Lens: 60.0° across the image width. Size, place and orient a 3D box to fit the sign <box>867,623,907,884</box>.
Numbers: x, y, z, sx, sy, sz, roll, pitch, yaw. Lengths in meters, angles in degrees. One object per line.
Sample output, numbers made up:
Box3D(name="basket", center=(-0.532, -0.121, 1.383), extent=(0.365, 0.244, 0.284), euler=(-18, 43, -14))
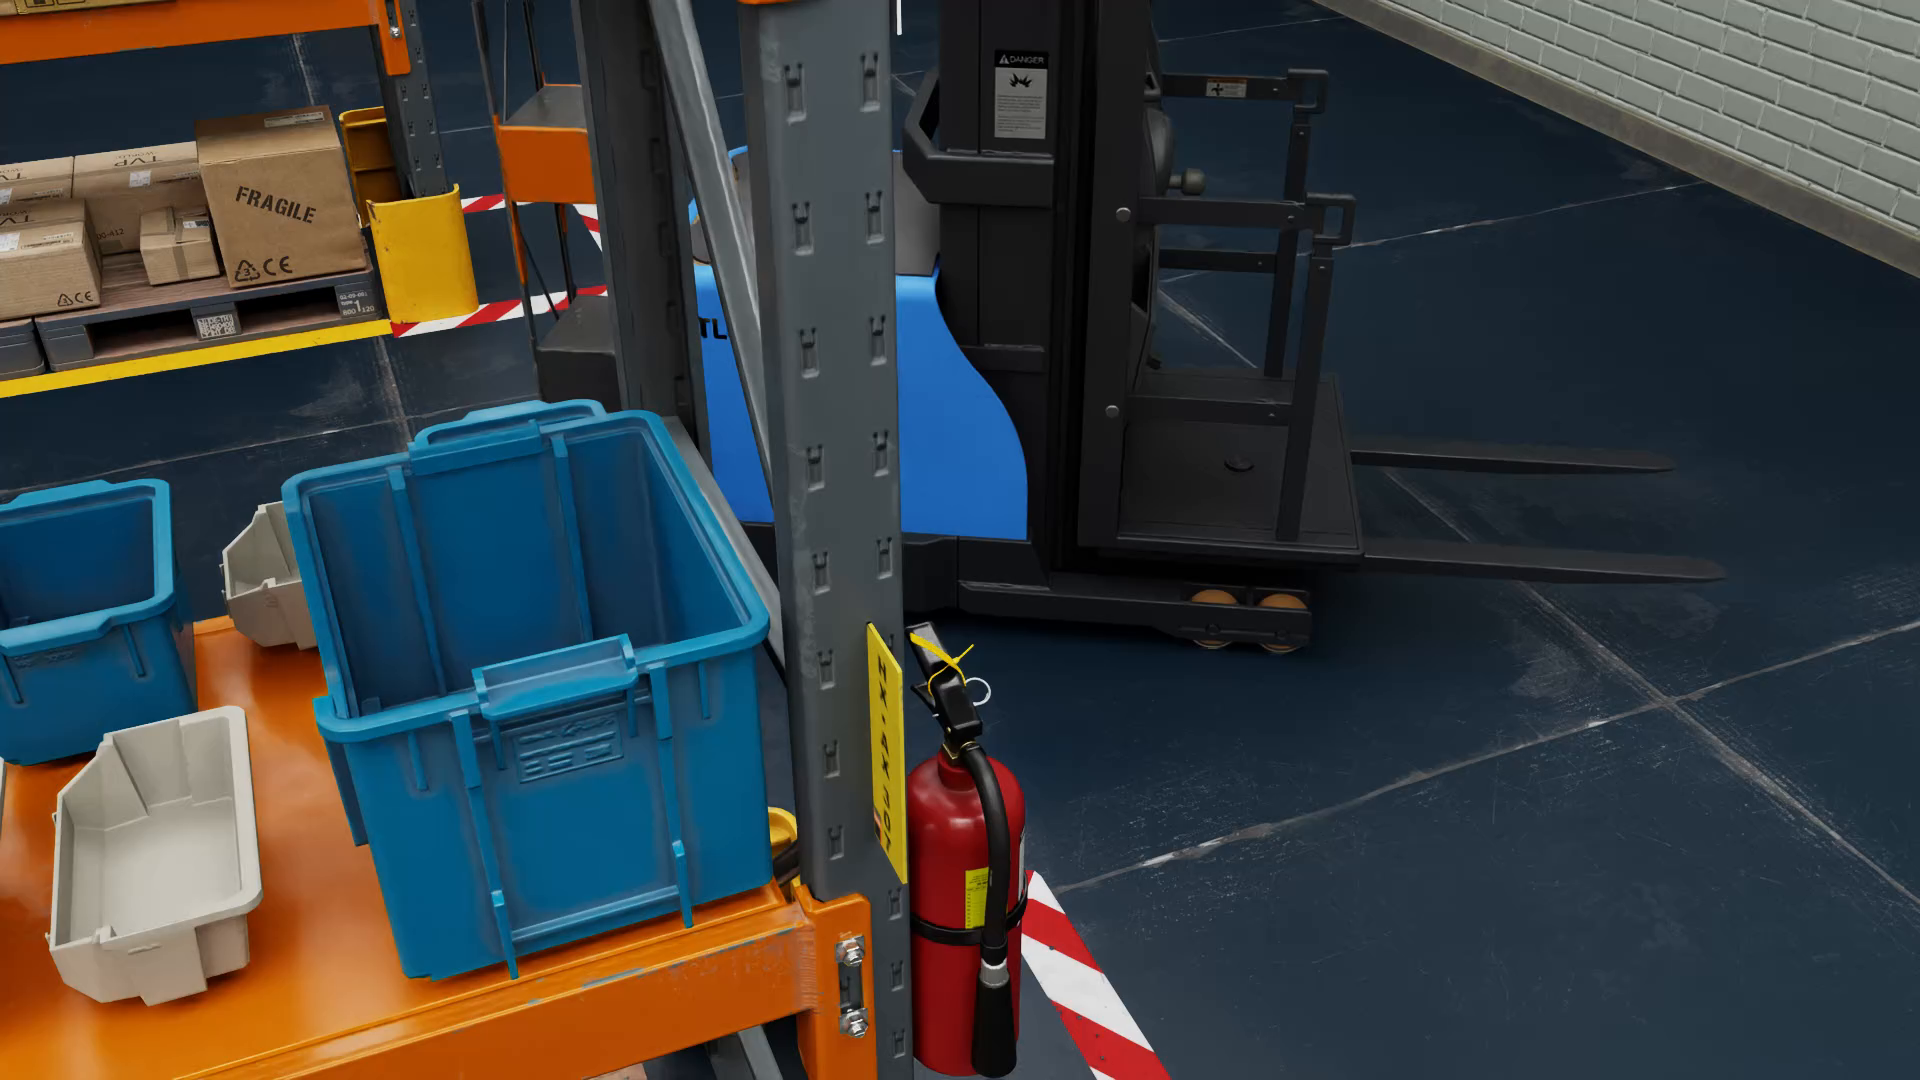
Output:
Box3D(name="sign", center=(-0.085, 0.255, 1.957), extent=(0.005, 0.325, 0.100), euler=(-13, 35, -19))

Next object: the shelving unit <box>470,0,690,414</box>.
Box3D(name="shelving unit", center=(-1.061, -1.097, 5.005), extent=(0.503, 2.100, 0.431), euler=(3, 33, 6))

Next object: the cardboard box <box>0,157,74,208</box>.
Box3D(name="cardboard box", center=(-3.760, -1.290, 6.599), extent=(0.500, 0.250, 0.500), euler=(-13, 35, -19))

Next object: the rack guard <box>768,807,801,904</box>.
Box3D(name="rack guard", center=(-0.296, 1.087, 3.121), extent=(0.348, 0.500, 1.175), euler=(-13, 35, -19))

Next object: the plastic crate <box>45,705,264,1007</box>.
Box3D(name="plastic crate", center=(-0.995, 0.399, 2.073), extent=(0.243, 0.136, 0.396), euler=(-13, 35, -19))

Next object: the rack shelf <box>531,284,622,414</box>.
Box3D(name="rack shelf", center=(-1.051, -0.499, 5.393), extent=(0.480, 0.518, 0.431), euler=(3, 33, 6))

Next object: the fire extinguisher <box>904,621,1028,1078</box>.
Box3D(name="fire extinguisher", center=(0.002, 0.436, 2.242), extent=(0.183, 0.674, 0.296), euler=(-13, 35, -19))

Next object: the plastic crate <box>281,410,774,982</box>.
Box3D(name="plastic crate", center=(-0.550, 0.175, 2.143), extent=(0.499, 0.435, 0.616), euler=(-13, 35, -19))

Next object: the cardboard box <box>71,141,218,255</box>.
Box3D(name="cardboard box", center=(-3.299, -1.395, 6.762), extent=(0.500, 0.250, 0.500), euler=(-13, 35, -19))

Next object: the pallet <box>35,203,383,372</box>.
Box3D(name="pallet", center=(-3.032, -1.087, 6.728), extent=(1.213, 0.211, 1.003), euler=(-13, 35, -19))

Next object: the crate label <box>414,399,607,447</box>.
Box3D(name="crate label", center=(-0.668, -0.018, 2.625), extent=(0.303, 0.233, 0.416), euler=(-13, 35, -19))

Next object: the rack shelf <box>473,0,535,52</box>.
Box3D(name="rack shelf", center=(-1.070, -1.673, 4.631), extent=(0.480, 0.518, 0.431), euler=(3, 33, 6))

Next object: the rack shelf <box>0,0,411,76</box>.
Box3D(name="rack shelf", center=(-4.071, -1.717, 5.798), extent=(4.000, 0.370, 1.077), euler=(-13, 35, -19))

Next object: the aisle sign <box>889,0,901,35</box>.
Box3D(name="aisle sign", center=(-0.133, -0.907, 1.510), extent=(0.004, 0.787, 0.394), euler=(-13, 35, -19))

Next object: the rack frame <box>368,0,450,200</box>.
Box3D(name="rack frame", center=(-2.227, -2.441, 6.251), extent=(0.127, 3.000, 1.000), euler=(-13, 35, -19))

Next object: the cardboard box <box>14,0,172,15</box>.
Box3D(name="cardboard box", center=(-3.012, -2.140, 5.697), extent=(0.500, 0.500, 0.500), euler=(-13, 35, -19))

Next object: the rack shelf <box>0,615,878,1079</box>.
Box3D(name="rack shelf", center=(-2.157, 0.774, 1.969), extent=(4.000, 0.370, 1.077), euler=(-13, 35, -19))

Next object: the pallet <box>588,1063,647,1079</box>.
Box3D(name="pallet", center=(-1.089, 1.374, 2.945), extent=(1.213, 0.211, 1.003), euler=(-13, 35, -19))

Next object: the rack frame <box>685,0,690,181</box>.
Box3D(name="rack frame", center=(-0.819, -1.083, 4.977), extent=(0.015, 2.100, 0.400), euler=(3, 33, 6))

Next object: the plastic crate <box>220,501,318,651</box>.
Box3D(name="plastic crate", center=(-0.996, 0.049, 2.612), extent=(0.298, 0.136, 0.250), euler=(-13, 35, -19))

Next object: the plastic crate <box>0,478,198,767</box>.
Box3D(name="plastic crate", center=(-1.275, 0.121, 2.412), extent=(0.300, 0.233, 0.416), euler=(-13, 35, -19))

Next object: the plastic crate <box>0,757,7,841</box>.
Box3D(name="plastic crate", center=(-1.268, 0.453, 1.990), extent=(0.243, 0.136, 0.396), euler=(-13, 35, -19))

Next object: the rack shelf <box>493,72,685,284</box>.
Box3D(name="rack shelf", center=(-1.061, -1.086, 5.012), extent=(0.480, 0.518, 0.431), euler=(3, 33, 6))

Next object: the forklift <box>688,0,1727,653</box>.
Box3D(name="forklift", center=(0.697, -1.214, 4.429), extent=(3.031, 2.935, 1.130), euler=(4, 33, 6))

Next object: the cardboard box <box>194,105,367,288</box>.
Box3D(name="cardboard box", center=(-2.633, -1.339, 6.446), extent=(0.500, 0.500, 0.500), euler=(-13, 35, -19))

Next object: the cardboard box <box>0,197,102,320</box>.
Box3D(name="cardboard box", center=(-3.521, -1.049, 6.229), extent=(0.500, 0.250, 0.500), euler=(-13, 35, -19))

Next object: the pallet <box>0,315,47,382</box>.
Box3D(name="pallet", center=(-4.155, -0.832, 6.335), extent=(1.213, 0.211, 1.003), euler=(-13, 35, -19))

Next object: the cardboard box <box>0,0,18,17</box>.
Box3D(name="cardboard box", center=(-3.474, -2.038, 5.540), extent=(0.500, 0.500, 0.500), euler=(-13, 35, -19))

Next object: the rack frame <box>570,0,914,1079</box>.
Box3D(name="rack frame", center=(-0.313, 0.051, 2.422), extent=(0.127, 3.000, 1.000), euler=(-13, 35, -19))

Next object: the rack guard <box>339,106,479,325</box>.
Box3D(name="rack guard", center=(-2.297, -1.377, 6.908), extent=(0.348, 0.500, 1.175), euler=(-13, 35, -19))

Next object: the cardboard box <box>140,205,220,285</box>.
Box3D(name="cardboard box", center=(-3.042, -1.159, 6.475), extent=(0.250, 0.166, 0.380), euler=(-13, 35, -19))

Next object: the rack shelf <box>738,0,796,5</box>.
Box3D(name="rack shelf", center=(-2.157, -0.483, 1.151), extent=(4.000, 0.370, 1.077), euler=(-13, 35, -19))

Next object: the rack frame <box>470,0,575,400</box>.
Box3D(name="rack frame", center=(-1.303, -1.111, 5.032), extent=(0.015, 2.100, 0.400), euler=(3, 33, 6))
